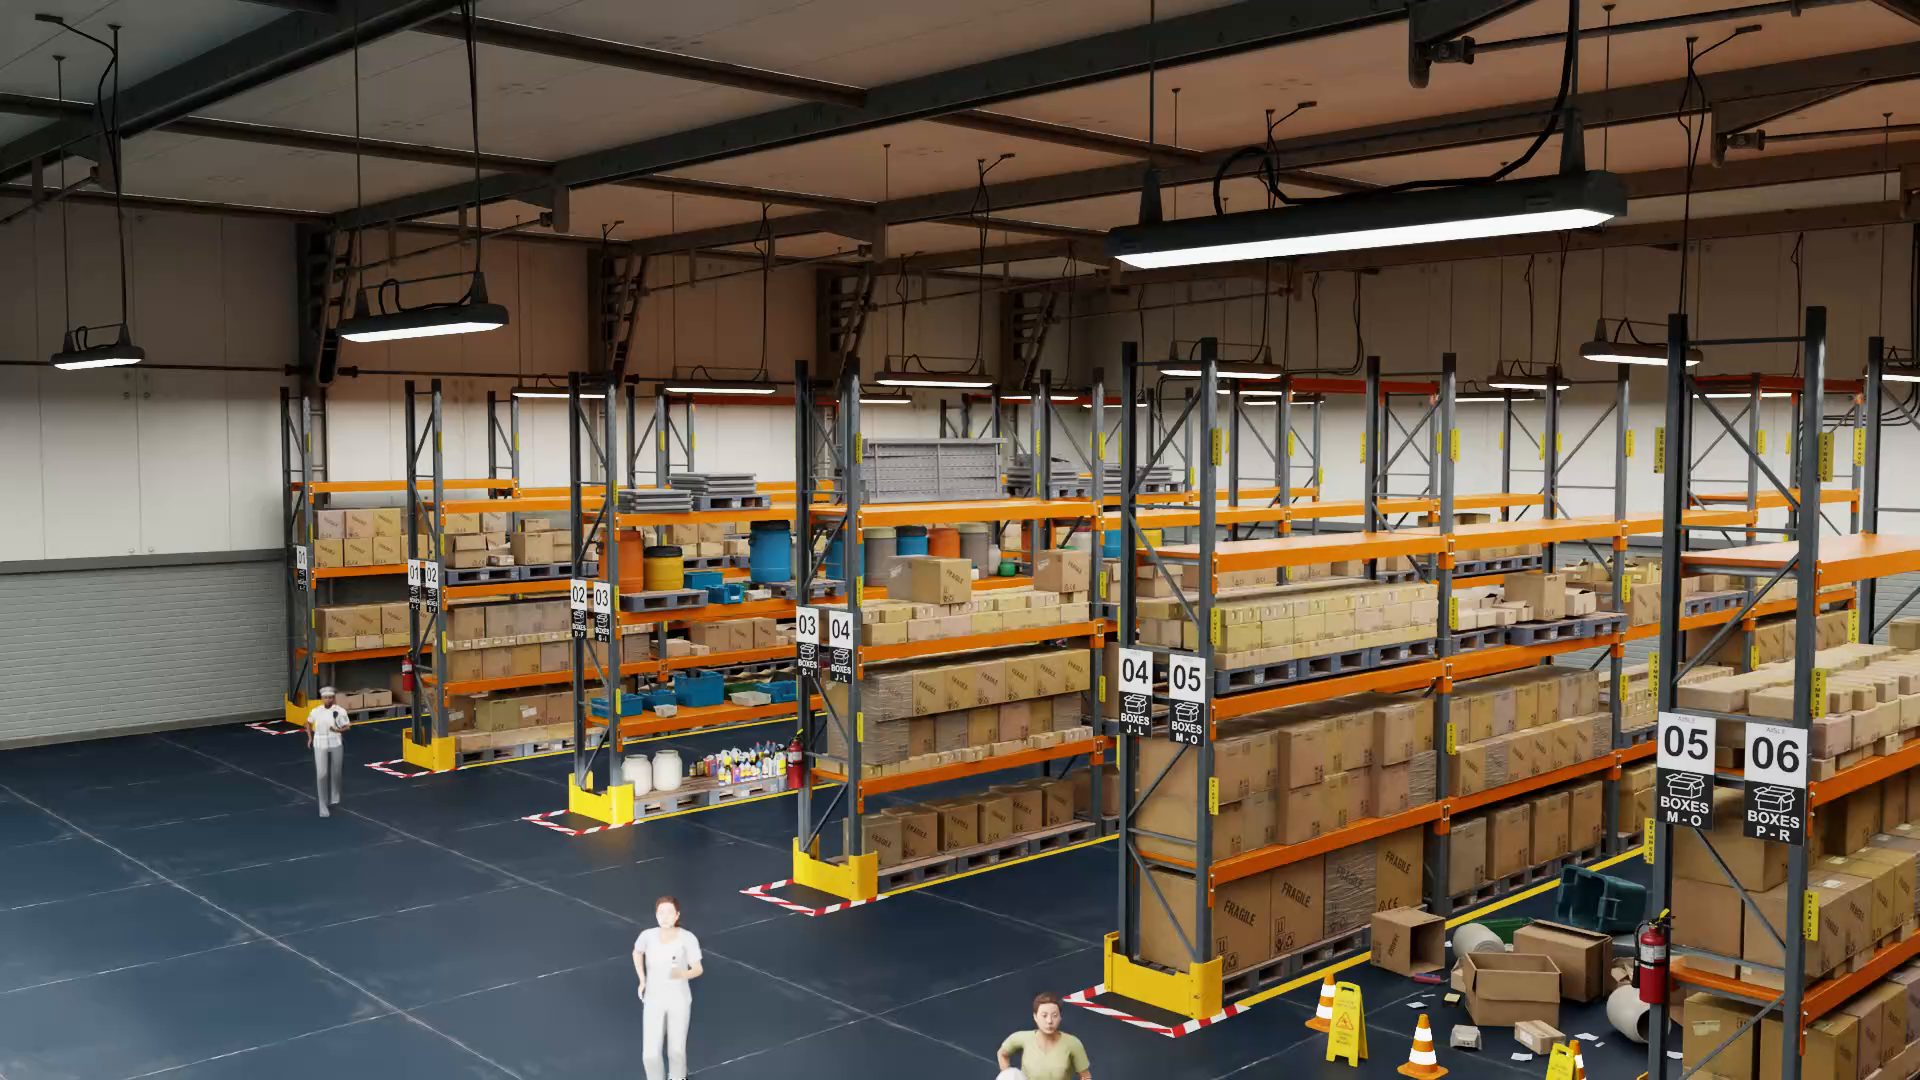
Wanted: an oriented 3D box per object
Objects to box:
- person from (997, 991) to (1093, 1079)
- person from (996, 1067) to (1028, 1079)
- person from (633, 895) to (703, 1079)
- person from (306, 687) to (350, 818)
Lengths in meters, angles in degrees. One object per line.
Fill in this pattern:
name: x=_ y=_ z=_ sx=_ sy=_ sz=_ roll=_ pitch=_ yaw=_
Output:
person: x=0.540 y=3.671 z=10.373 sx=0.570 sy=1.674 sz=0.902 roll=0 pitch=4 yaw=-6
person: x=0.292 y=3.722 z=8.927 sx=0.678 sy=1.827 sz=0.773 roll=0 pitch=4 yaw=1
person: x=-2.203 y=3.527 z=12.516 sx=0.546 sy=1.723 sz=0.712 roll=0 pitch=4 yaw=-5
person: x=-8.625 y=2.853 z=22.723 sx=0.562 sy=1.730 sz=0.867 roll=-1 pitch=4 yaw=-21
